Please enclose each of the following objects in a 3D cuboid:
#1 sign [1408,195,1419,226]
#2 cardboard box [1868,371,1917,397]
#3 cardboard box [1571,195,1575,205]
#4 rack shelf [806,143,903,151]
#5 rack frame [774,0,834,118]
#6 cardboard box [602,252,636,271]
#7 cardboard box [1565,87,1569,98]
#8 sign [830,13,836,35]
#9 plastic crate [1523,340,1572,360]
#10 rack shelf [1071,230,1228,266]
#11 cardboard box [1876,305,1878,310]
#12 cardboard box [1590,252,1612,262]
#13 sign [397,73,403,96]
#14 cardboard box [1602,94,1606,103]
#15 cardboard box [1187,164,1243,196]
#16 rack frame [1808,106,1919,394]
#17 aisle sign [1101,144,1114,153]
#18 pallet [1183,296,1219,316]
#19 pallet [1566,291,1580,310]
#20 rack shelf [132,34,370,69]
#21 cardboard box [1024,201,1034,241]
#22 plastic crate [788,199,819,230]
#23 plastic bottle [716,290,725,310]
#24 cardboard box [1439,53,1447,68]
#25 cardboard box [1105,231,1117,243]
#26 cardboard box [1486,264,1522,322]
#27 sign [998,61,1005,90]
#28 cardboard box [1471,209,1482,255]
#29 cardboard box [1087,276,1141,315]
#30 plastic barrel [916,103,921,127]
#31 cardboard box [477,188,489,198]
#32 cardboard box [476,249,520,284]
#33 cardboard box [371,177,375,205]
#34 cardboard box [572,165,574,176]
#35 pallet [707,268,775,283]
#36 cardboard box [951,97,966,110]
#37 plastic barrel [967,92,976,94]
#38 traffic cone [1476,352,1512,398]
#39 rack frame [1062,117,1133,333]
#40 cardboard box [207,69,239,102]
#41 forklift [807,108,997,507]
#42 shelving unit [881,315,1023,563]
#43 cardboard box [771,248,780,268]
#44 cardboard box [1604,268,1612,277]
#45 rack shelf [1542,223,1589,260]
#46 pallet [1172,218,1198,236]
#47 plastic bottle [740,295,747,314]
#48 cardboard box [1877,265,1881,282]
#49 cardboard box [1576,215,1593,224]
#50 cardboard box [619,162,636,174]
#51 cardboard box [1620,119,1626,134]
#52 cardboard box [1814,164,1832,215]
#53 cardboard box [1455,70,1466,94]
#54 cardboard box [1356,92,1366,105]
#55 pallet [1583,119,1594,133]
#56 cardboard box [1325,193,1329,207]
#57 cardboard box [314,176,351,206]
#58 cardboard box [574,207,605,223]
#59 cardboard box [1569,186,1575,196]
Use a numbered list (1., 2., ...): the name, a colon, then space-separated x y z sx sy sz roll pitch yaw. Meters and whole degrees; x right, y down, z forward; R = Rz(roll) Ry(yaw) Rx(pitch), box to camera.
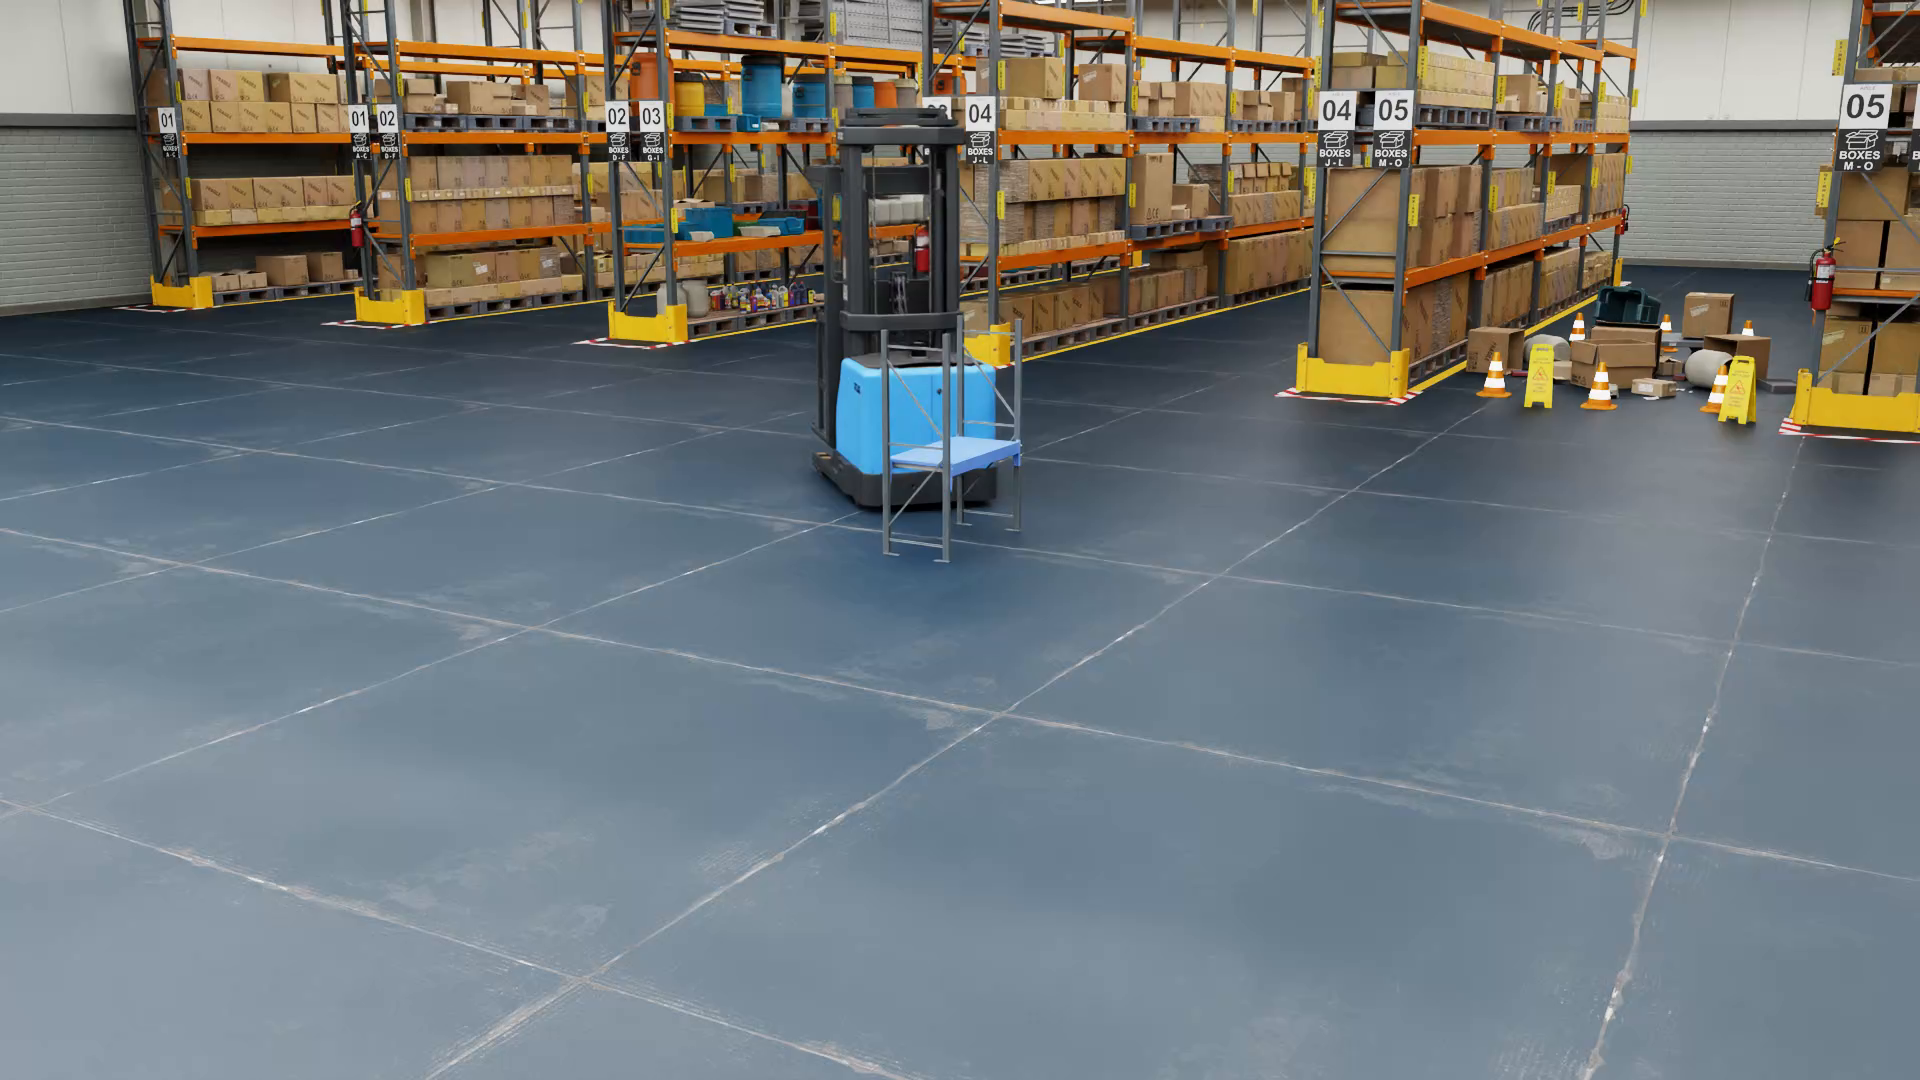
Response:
1. sign: 4.787 -3.481 17.557 0.100 0.325 0.005 7 15 28
2. cardboard box: 9.318 -1.547 16.523 0.500 0.250 0.500 7 15 28
3. cardboard box: 9.837 -5.566 27.225 0.380 0.149 0.250 8 16 30
4. rack shelf: -1.891 -8.773 36.656 1.077 0.370 4.000 7 15 28
5. rack frame: -2.391 -7.967 25.379 1.000 3.000 0.127 7 15 28
6. cardboard box: -6.061 -4.911 29.279 0.500 0.311 0.500 7 15 27
7. cardboard box: 9.243 -6.958 26.480 0.797 0.503 0.637 7 15 27
8. sign: -1.915 -7.801 25.136 0.100 0.325 0.005 7 15 28
9. plastic crate: 7.300 -2.383 20.897 0.662 0.188 0.450 -8 6 -30
10. rack shelf: 2.911 -4.550 25.541 1.077 0.370 4.000 7 15 28
11. cardboard box: 11.922 -2.847 21.652 0.950 0.372 0.625 7 15 27
12. cardboard box: 11.819 -5.226 30.728 0.380 0.149 0.250 7 15 27
13. sign: -8.176 -6.649 24.280 0.100 0.325 0.005 7 15 28
14. cardboard box: 10.856 -7.560 28.496 0.380 0.149 0.250 7 15 26
15. cardboard box: 4.246 -5.994 27.644 0.797 0.503 0.637 8 16 30
16. rack frame: 8.686 -2.546 15.693 1.000 3.000 0.127 7 15 28
17. aisle sign: 3.185 -8.825 36.191 0.394 0.787 0.004 7 15 28
18. pallet: 3.499 -3.794 26.821 1.003 0.211 1.213 7 15 28
19. pallet: 9.730 -4.032 27.809 1.003 0.211 1.213 7 15 28
20. rack shelf: -12.031 -8.328 28.418 1.077 0.370 4.000 7 15 28
21. cardboard box: 0.437 -4.088 21.241 0.875 0.500 0.500 7 15 28
22. plastic crate: -2.425 -5.216 26.631 0.402 0.464 0.583 7 15 28
23. plastic bottle: -3.582 -3.586 24.866 0.061 0.283 0.133 7 15 28
24. cardboard box: 5.112 -5.250 18.237 0.380 0.149 0.250 8 15 29
25. cardboard box: 1.969 -4.240 23.255 0.380 0.149 0.250 7 15 28
26. cardboard box: 7.378 -3.543 23.735 1.050 0.750 0.750 8 16 29
27. sign: 0.486 -5.490 19.642 0.100 0.325 0.005 7 15 28
28. cardboard box: 6.070 -3.902 21.001 0.875 0.550 0.550 7 15 28
29. cardboard box: 2.260 -3.612 24.509 0.700 0.500 0.500 6 15 24
30. plastic barrel: -0.876 -7.355 29.001 0.421 0.512 0.421 0 14 0
31. cardboard box: -7.660 -5.476 26.251 0.380 0.149 0.250 7 15 27
32. cardboard box: -7.478 -4.416 26.822 0.500 0.500 0.500 7 15 28
33. cardboard box: -10.788 -6.536 31.092 0.700 0.500 0.500 7 15 28
34. cardboard box: -8.426 -7.735 34.728 0.500 0.250 0.500 7 15 27
35. pallet: -4.398 -5.226 32.762 1.003 0.211 1.213 7 15 28
36. cardboard box: -0.128 -5.340 20.353 0.380 0.149 0.250 7 15 28
37. plastic barrel: 0.268 -7.980 30.649 0.433 0.535 0.433 0 14 0
38. traffic cone: 5.804 -1.801 18.016 0.336 0.463 0.334 7 15 28
39. rack frame: 1.945 -4.489 23.755 1.000 3.000 0.127 7 15 28
40. cardboard box: -12.312 -7.504 27.468 0.500 0.500 0.500 7 15 27
41. forklift: -0.607 -1.970 13.453 1.130 2.935 3.031 -4 14 -15
42. shelving unit: -0.041 -0.712 11.285 0.538 1.500 1.048 7 15 28
43. cardboard box: -3.827 -5.703 33.185 0.500 0.500 0.500 7 15 27
44. cardboard box: 11.931 -4.991 31.022 0.380 0.149 0.250 8 16 30
45. rack shelf: 9.138 -4.788 26.528 1.077 0.370 4.000 7 15 28
46. pallet: 2.957 -4.806 25.477 1.003 0.211 1.213 7 15 28
47. plastic bottle: -3.176 -3.454 24.343 0.097 0.271 0.097 0 14 0
48. cardboard box: 9.192 -2.732 17.003 0.380 0.149 0.250 8 16 29
49. cardboard box: 10.528 -5.447 28.262 0.380 0.149 0.250 8 16 30
50. cardboard box: -7.454 -8.153 36.461 0.500 0.250 0.500 8 16 29
51. cardboard box: 11.810 -7.525 30.267 0.500 0.250 0.500 7 15 28
52. cardboard box: 9.149 -3.574 16.977 0.700 0.500 0.500 7 15 27
53. cardboard box: 5.493 -5.249 19.083 0.500 0.250 0.500 7 15 28
54. cardboard box: 4.168 -4.781 17.993 0.380 0.149 0.250 7 15 28
55. pallet: 9.713 -6.800 27.341 1.213 0.211 1.003 7 15 28
56. cardboard box: 6.759 -6.477 31.687 0.500 0.250 0.500 8 16 29
57. cardboard box: -11.258 -6.239 29.691 0.500 0.500 0.500 7 15 28
58. cardboard box: -6.526 -5.645 28.871 0.500 0.250 0.500 9 16 32
59. cardboard box: 9.826 -5.707 27.175 0.380 0.149 0.250 7 15 26
